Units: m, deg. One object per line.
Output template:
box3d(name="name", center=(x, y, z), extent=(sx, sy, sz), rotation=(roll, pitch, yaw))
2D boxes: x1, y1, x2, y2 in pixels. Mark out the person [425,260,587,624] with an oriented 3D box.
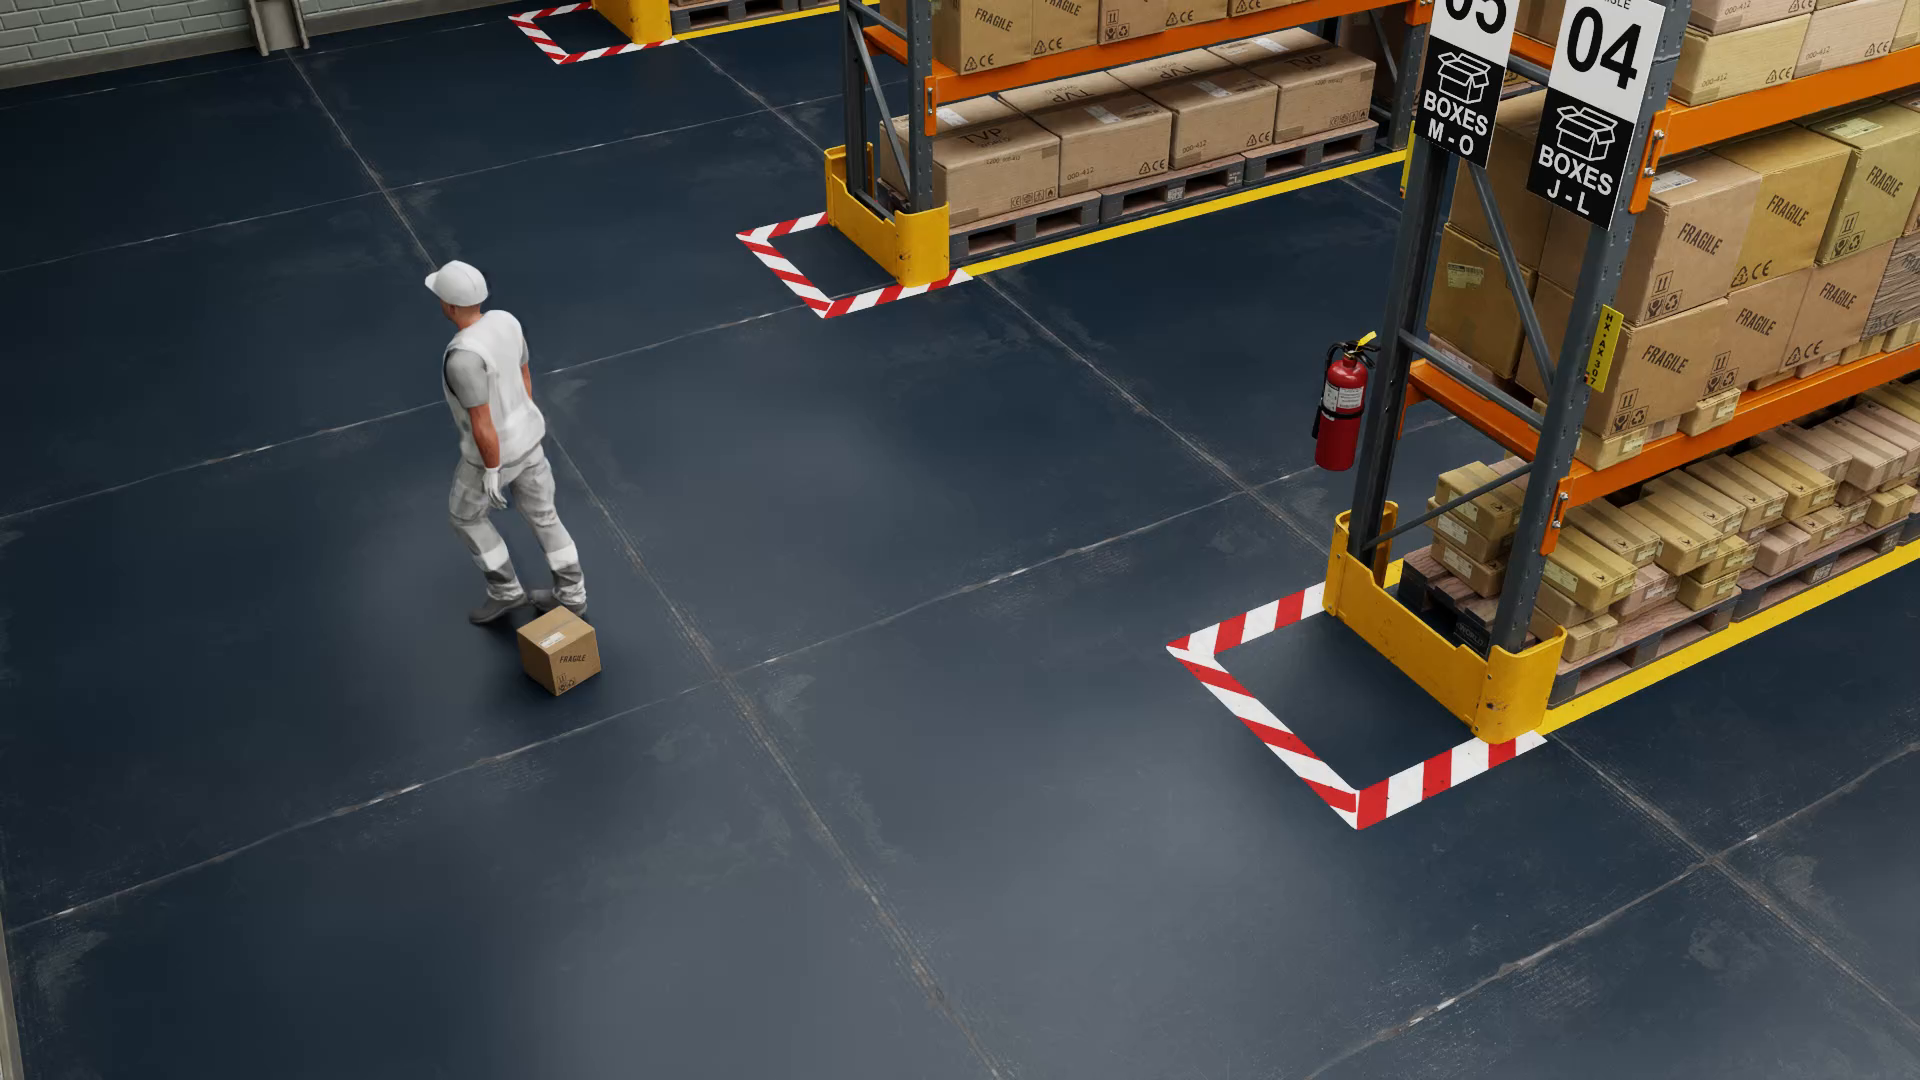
box3d(name="person", center=(-2.024, -0.398, 7.443), extent=(0.551, 1.795, 0.578), rotation=(13, 38, 17))
